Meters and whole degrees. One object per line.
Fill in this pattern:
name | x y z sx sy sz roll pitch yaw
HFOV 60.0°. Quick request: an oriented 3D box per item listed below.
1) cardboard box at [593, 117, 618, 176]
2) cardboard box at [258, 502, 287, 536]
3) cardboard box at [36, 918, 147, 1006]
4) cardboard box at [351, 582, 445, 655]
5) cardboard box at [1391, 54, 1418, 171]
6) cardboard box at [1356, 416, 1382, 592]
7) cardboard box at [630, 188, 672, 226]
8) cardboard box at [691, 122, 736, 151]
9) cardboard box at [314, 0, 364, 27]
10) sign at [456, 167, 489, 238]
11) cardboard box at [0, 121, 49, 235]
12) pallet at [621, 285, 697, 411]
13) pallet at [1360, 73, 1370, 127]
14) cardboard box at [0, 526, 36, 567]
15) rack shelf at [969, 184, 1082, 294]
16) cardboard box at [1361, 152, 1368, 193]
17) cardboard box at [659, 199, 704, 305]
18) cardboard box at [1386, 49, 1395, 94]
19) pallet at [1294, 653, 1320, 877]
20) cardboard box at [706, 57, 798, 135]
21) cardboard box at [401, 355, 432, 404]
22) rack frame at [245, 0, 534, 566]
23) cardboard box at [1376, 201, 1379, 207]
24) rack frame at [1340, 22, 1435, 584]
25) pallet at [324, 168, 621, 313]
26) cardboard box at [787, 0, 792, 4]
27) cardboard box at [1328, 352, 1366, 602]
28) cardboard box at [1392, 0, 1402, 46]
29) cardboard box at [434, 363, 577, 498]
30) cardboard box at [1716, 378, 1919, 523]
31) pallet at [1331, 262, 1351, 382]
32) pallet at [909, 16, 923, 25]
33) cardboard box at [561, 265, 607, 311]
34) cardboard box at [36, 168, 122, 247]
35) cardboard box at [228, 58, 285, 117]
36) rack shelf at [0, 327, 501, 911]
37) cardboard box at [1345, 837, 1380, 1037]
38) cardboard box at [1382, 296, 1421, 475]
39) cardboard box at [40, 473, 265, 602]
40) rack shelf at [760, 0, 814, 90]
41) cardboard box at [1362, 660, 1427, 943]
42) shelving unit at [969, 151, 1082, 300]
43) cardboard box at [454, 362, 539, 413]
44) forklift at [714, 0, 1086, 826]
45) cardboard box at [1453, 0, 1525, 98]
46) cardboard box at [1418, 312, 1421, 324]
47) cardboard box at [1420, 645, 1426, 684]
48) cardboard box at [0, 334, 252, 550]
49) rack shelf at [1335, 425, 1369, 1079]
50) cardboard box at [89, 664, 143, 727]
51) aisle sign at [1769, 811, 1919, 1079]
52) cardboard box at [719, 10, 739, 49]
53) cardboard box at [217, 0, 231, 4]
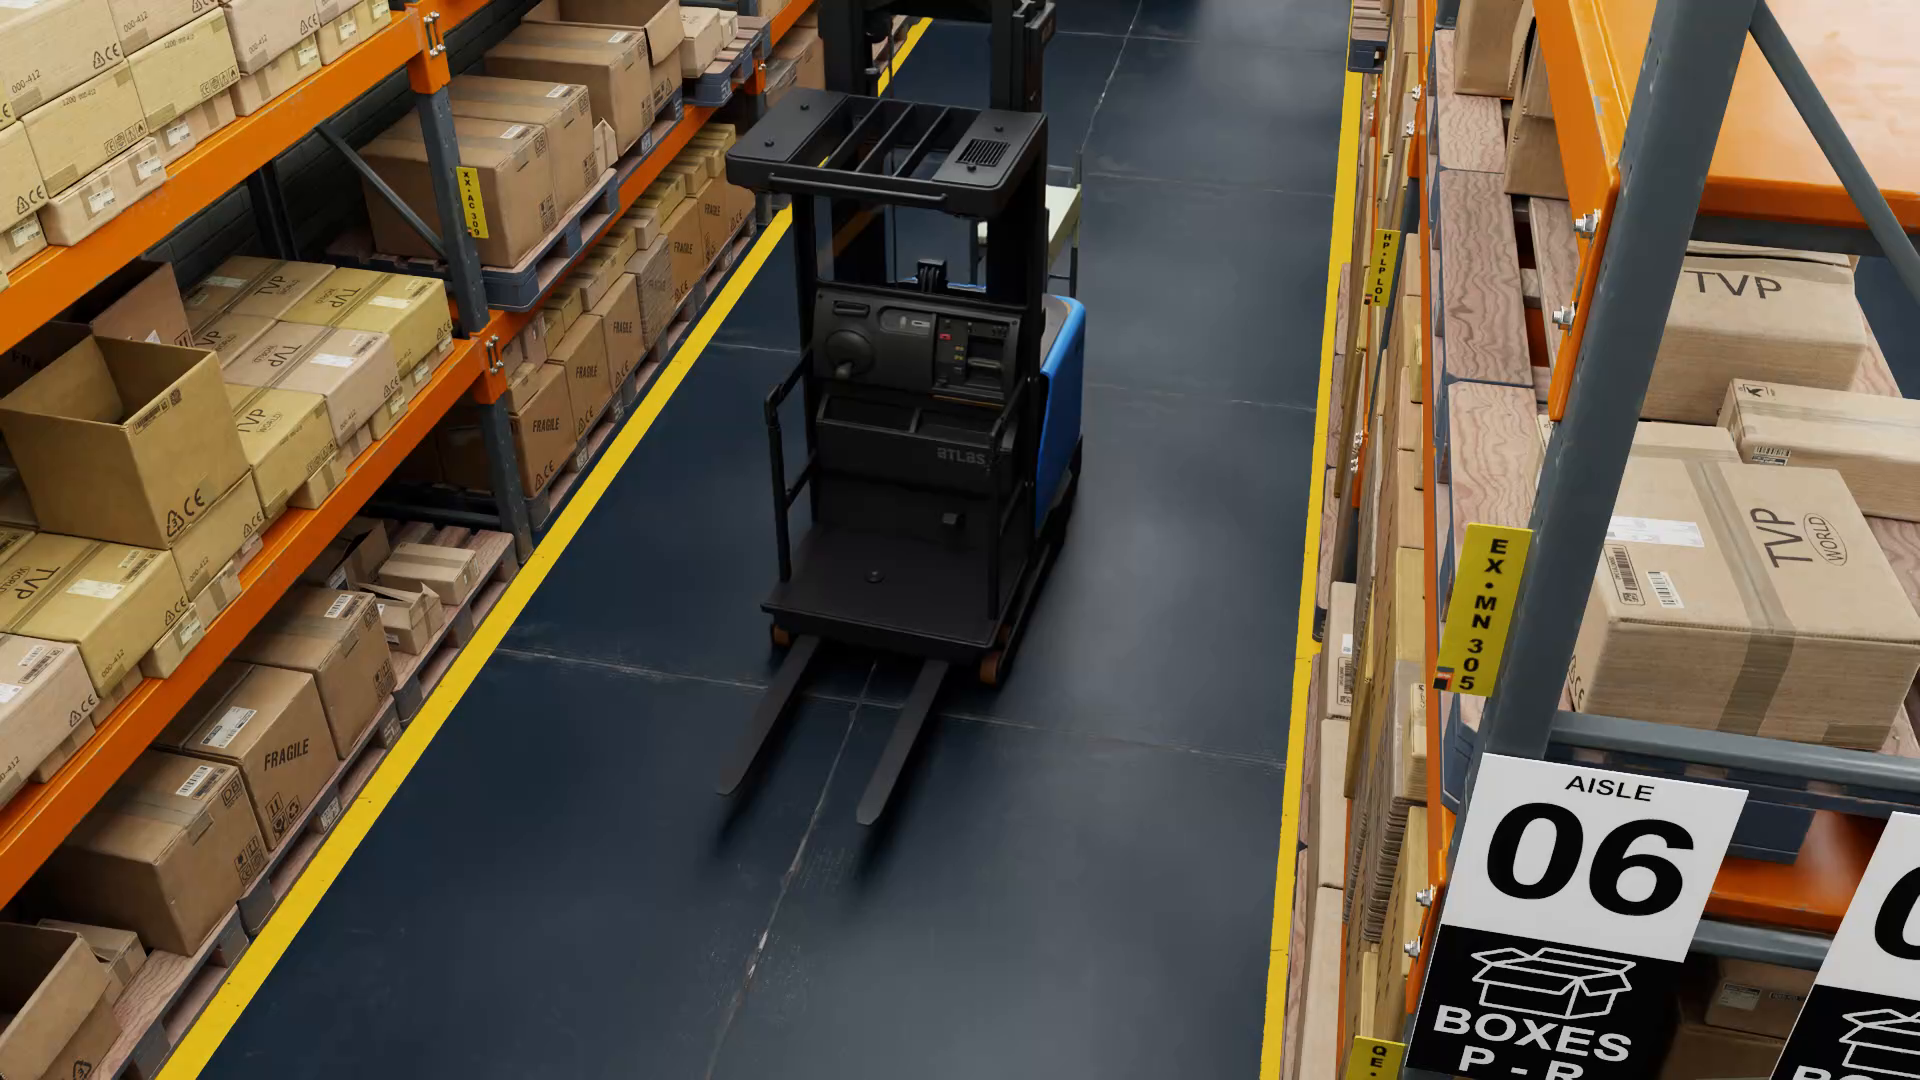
cardboard box | -1.991 -2.048 8.546 0.396 0.266 0.258 9 37 12
cardboard box | -2.824 -0.133 6.361 0.380 0.149 0.250 8 37 11
cardboard box | -3.165 1.516 5.943 0.380 0.149 0.250 6 36 8
cardboard box | -2.570 0.314 7.502 0.396 0.266 0.258 9 37 12
cardboard box | 2.269 -1.882 7.624 0.500 0.500 0.500 8 37 11
cardboard box | 1.720 -0.080 5.989 0.500 0.500 0.500 8 37 10
cardboard box | -1.947 -1.988 9.926 0.380 0.149 0.250 7 36 9
cardboard box | -1.666 -2.583 10.747 0.380 0.149 0.250 6 36 8
cardboard box | -2.521 -2.150 6.249 0.500 0.250 0.500 7 37 10
sign | -2.130 -1.471 7.255 0.100 0.325 0.005 7 37 10
cardboard box | -2.945 -0.971 4.622 0.500 0.250 0.500 6 36 9
pallet | -2.267 -1.227 10.033 1.003 0.211 1.213 7 37 10
pallet | 3.732 -3.574 13.272 1.003 0.211 1.213 7 37 10
cardboard box | -3.456 0.174 5.598 0.500 0.250 0.500 8 37 11
rack shelf | 0.351 -1.585 8.763 0.431 0.370 0.720 10 37 13
cardboard box | 3.173 -2.285 10.999 0.950 0.372 0.625 5 36 7
cardboard box | -1.914 -1.779 10.191 0.500 0.500 0.500 9 37 12
cardboard box | 2.581 -2.443 9.036 0.500 0.250 0.500 8 37 11
pallet | 1.949 0.992 6.972 1.003 0.211 1.213 7 37 10
cardboard box | -1.661 -3.041 11.826 0.875 0.625 0.625 8 37 11
cardboard box | -2.518 -0.715 7.165 0.380 0.149 0.250 8 37 11
rack frame | -2.662 -1.184 7.597 1.000 3.000 0.127 7 37 10
cardboard box | 2.482 -1.950 8.783 0.500 0.250 0.500 8 37 12
rack frame | 2.188 -0.564 6.742 1.000 3.000 0.127 7 37 10
pallet | -2.385 -1.550 8.267 1.003 0.211 1.213 7 37 10
cardboard box | -1.362 -3.928 11.511 0.500 0.250 0.500 7 36 9
cardboard box | 2.242 -0.239 7.746 0.875 0.875 0.875 8 37 11
cardboard box | 2.698 -3.050 9.235 0.500 0.500 0.500 6 36 8
cardboard box | -2.339 -0.591 8.551 0.500 0.500 0.500 9 37 12
cardboard box | 1.790 -0.189 3.439 0.380 0.149 0.250 9 37 12
pallet | 2.800 -1.285 10.113 1.003 0.211 1.213 7 37 10
pallet | -0.743 -5.092 15.365 1.003 0.211 1.213 7 37 10
cardboard box | -2.163 -1.391 9.103 0.380 0.149 0.250 7 37 10
cardboard box | -2.799 -1.024 5.034 0.380 0.149 0.250 7 37 10
cardboard box | -2.628 -1.620 5.858 0.380 0.149 0.250 7 37 10
rack shelf | -3.089 0.254 6.226 1.077 0.370 4.000 7 37 10
cardboard box | 1.300 1.094 4.370 0.500 0.500 0.500 7 36 9
cardboard box | 1.735 -0.478 5.686 0.500 0.500 0.500 7 36 9
cardboard box | -2.855 -0.052 5.911 0.500 0.250 0.500 6 36 9
rack shelf | -1.381 -4.332 12.554 1.077 0.370 4.000 7 37 10
cardboard box | 1.287 0.675 4.096 0.500 0.500 0.500 7 37 10
shelving unit | 0.351 -1.269 8.992 0.431 1.500 0.755 10 37 13
cardboard box | -2.326 -0.776 8.255 0.380 0.149 0.250 9 37 12
forklift | -0.253 -0.783 7.102 1.130 2.935 3.031 10 37 13
cardboard box | 1.857 -1.718 5.251 0.500 0.500 0.500 8 37 11
cardboard box | 1.701 -0.688 5.423 0.380 0.149 0.250 7 37 10
cardboard box | 1.312 0.344 3.999 0.380 0.149 0.250 8 37 11
cardboard box | -2.836 -0.340 5.669 0.500 0.500 0.500 8 37 11
rack shelf | 1.761 0.874 5.371 1.077 0.370 4.000 7 37 10
cardboard box | -2.982 0.460 5.543 0.380 0.149 0.250 8 37 11
aisle sign | 1.601 0.755 2.708 0.394 0.787 0.004 7 37 10
cardboard box | -1.573 -3.120 10.126 0.380 0.149 0.250 8 37 11
cardboard box | -2.635 -2.049 5.683 0.500 0.250 0.500 7 36 9
